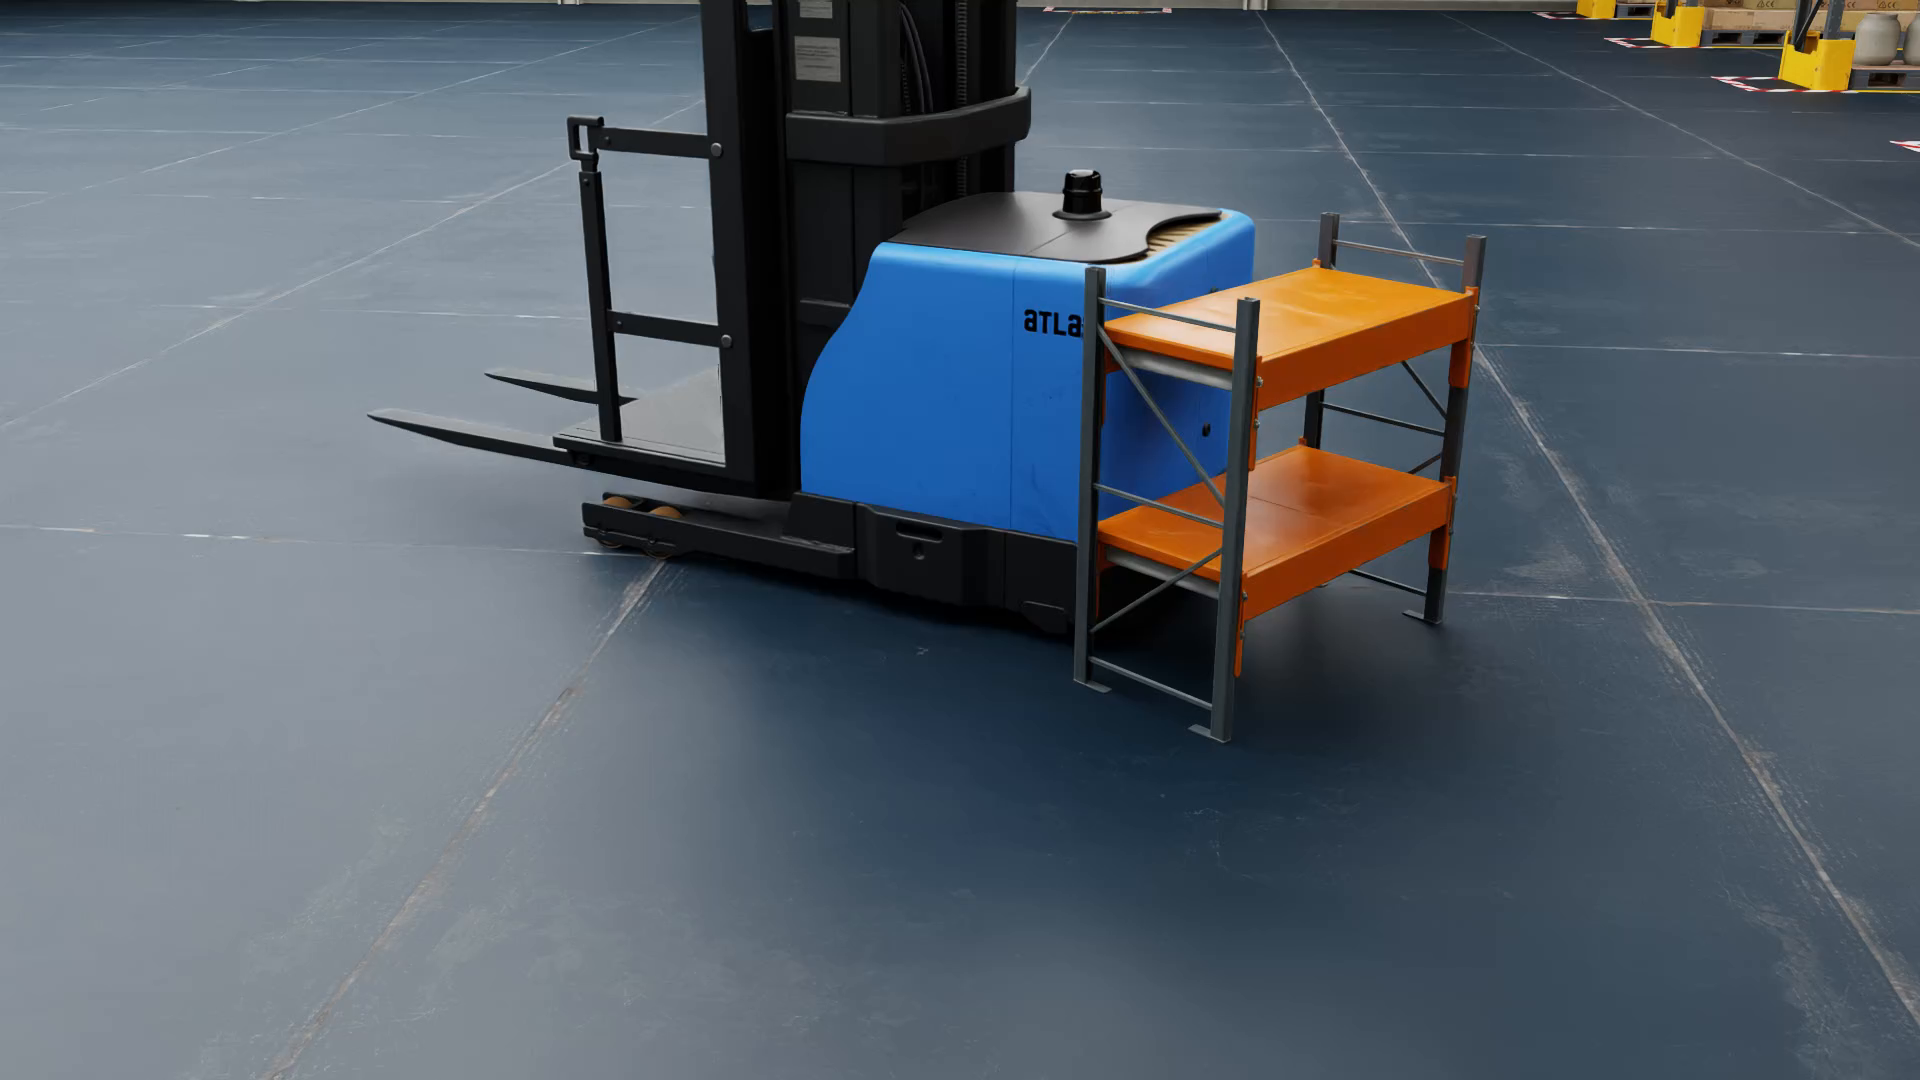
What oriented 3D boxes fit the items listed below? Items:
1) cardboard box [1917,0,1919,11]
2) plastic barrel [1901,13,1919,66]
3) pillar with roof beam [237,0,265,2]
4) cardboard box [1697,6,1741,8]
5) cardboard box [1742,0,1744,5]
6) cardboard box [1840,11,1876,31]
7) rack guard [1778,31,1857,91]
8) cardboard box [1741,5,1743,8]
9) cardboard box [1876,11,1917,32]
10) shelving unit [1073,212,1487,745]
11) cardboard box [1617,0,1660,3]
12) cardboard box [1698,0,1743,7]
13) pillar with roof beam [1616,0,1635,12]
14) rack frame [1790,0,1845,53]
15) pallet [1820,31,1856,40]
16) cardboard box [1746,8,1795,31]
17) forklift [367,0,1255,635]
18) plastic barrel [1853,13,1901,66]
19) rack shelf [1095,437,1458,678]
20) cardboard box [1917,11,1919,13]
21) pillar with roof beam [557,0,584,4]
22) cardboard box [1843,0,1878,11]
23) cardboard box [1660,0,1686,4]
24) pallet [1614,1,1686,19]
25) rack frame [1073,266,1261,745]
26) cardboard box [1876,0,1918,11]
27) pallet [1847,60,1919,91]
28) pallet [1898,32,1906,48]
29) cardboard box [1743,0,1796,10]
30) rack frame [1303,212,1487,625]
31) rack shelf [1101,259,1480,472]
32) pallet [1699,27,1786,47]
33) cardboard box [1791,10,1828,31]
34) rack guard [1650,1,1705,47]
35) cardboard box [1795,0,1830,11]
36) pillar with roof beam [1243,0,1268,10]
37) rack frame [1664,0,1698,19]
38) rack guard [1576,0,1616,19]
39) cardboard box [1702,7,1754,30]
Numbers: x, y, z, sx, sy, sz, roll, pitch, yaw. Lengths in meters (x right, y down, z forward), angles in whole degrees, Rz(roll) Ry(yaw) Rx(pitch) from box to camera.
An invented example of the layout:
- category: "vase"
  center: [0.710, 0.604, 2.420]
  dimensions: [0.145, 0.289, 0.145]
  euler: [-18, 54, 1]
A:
- category: "cardboard box"
  center: [12.583, -7.111, 21.497]
  dimensions: [0.500, 0.500, 0.500]
  euler: [2, 22, 6]
- category: "plastic barrel"
  center: [10.166, -5.261, 17.479]
  dimensions: [0.421, 0.512, 0.421]
  euler: [0, 22, 0]
- category: "pillar with roof beam"
  center: [-13.371, -12.404, 24.575]
  dimensions: [0.400, 9.000, 9.100]
  euler: [2, 22, 6]
- category: "cardboard box"
  center: [10.160, -7.054, 22.372]
  dimensions: [0.500, 0.250, 0.500]
  euler: [2, 22, 6]
- category: "cardboard box"
  center: [12.137, -8.767, 26.336]
  dimensions: [0.500, 0.500, 0.700]
  euler: [1, 22, 3]
- category: "cardboard box"
  center: [11.588, -6.800, 21.728]
  dimensions: [0.500, 0.250, 0.500]
  euler: [2, 22, 6]
- category: "rack guard"
  center: [9.087, -5.096, 17.650]
  dimensions: [0.348, 0.500, 1.175]
  euler: [2, 22, 6]
- category: "cardboard box"
  center: [10.658, -7.037, 22.328]
  dimensions: [0.500, 0.250, 0.500]
  euler: [2, 22, 6]
- category: "cardboard box"
  center: [12.085, -6.778, 21.674]
  dimensions: [0.500, 0.250, 0.500]
  euler: [2, 22, 6]
- category: "shelving unit"
  center: [0.853, -0.213, 4.449]
  dimensions: [1.048, 1.125, 0.538]
  euler: [-20, 29, -41]
- category: "cardboard box"
  center: [10.848, -8.753, 26.559]
  dimensions: [0.500, 0.311, 0.500]
  euler: [0, 22, 0]
- category: "cardboard box"
  center: [10.160, -7.404, 22.236]
  dimensions: [0.500, 0.500, 0.500]
  euler: [2, 22, 6]
- category: "pillar with roof beam"
  center: [10.462, -11.365, 21.948]
  dimensions: [0.400, 9.000, 9.100]
  euler: [2, 22, 6]
- category: "rack frame"
  center: [9.006, -6.245, 17.156]
  dimensions: [0.127, 3.000, 1.000]
  euler: [2, 22, 6]
- category: "pallet"
  center: [11.565, -6.685, 22.061]
  dimensions: [1.213, 0.211, 1.003]
  euler: [2, 22, 6]
- category: "cardboard box"
  center: [10.596, -6.845, 21.842]
  dimensions: [0.500, 0.250, 0.500]
  euler: [2, 22, 6]
- category: "forklift"
  center: [-0.639, -1.461, 5.148]
  dimensions: [3.031, 2.935, 1.130]
  euler: [11, 24, 25]
- category: "plastic barrel"
  center: [9.668, -5.283, 17.534]
  dimensions: [0.421, 0.512, 0.421]
  euler: [0, 22, 0]
- category: "rack shelf"
  center: [0.853, 0.014, 4.538]
  dimensions: [1.000, 0.278, 0.538]
  euler: [-20, 29, -41]
- category: "cardboard box"
  center: [12.583, -6.762, 21.633]
  dimensions: [0.500, 0.250, 0.500]
  euler: [2, 22, 6]
- category: "pillar with roof beam"
  center: [-7.413, -12.144, 23.918]
  dimensions: [0.400, 9.000, 9.100]
  euler: [2, 22, 6]
- category: "cardboard box"
  center: [11.588, -7.148, 21.589]
  dimensions: [0.500, 0.500, 0.500]
  euler: [2, 22, 6]
- category: "cardboard box"
  center: [11.414, -8.729, 26.497]
  dimensions: [0.500, 0.311, 0.500]
  euler: [4, 22, 11]
- category: "pallet"
  center: [11.050, -8.514, 26.687]
  dimensions: [1.213, 0.211, 1.003]
  euler: [2, 22, 6]
- category: "rack frame"
  center: [0.492, -0.081, 4.115]
  dimensions: [0.032, 1.125, 0.500]
  euler: [-20, 29, -41]
- category: "cardboard box"
  center: [12.086, -7.132, 21.548]
  dimensions: [0.500, 0.500, 0.500]
  euler: [2, 22, 6]
- category: "pallet"
  center: [9.893, -4.925, 17.609]
  dimensions: [1.213, 0.211, 1.003]
  euler: [2, 22, 6]
- category: "pallet"
  center: [12.780, -6.633, 21.930]
  dimensions: [1.213, 0.211, 1.003]
  euler: [2, 22, 6]
- category: "cardboard box"
  center: [10.596, -7.193, 21.703]
  dimensions: [0.500, 0.500, 0.500]
  euler: [2, 22, 6]
- category: "rack frame"
  center: [1.214, -0.345, 4.782]
  dimensions: [0.032, 1.125, 0.500]
  euler: [-20, 29, -41]
- category: "rack shelf"
  center: [0.853, -0.485, 4.341]
  dimensions: [1.000, 0.278, 0.538]
  euler: [-20, 29, -41]
- category: "pallet"
  center: [10.357, -6.739, 22.197]
  dimensions: [1.213, 0.211, 1.003]
  euler: [2, 22, 6]
- category: "cardboard box"
  center: [11.092, -6.823, 21.787]
  dimensions: [0.500, 0.250, 0.500]
  euler: [2, 22, 6]
- category: "rack guard"
  center: [9.569, -6.892, 22.192]
  dimensions: [0.348, 0.500, 1.175]
  euler: [2, 22, 6]
- category: "cardboard box"
  center: [11.094, -7.176, 21.660]
  dimensions: [0.500, 0.500, 0.500]
  euler: [2, 22, 6]
- category: "pillar with roof beam"
  center: [4.504, -11.625, 22.605]
  dimensions: [0.400, 9.000, 9.100]
  euler: [2, 22, 6]
- category: "rack frame"
  center: [9.592, -8.053, 21.730]
  dimensions: [0.127, 3.000, 1.000]
  euler: [2, 22, 6]
- category: "rack guard"
  center: [10.247, -8.696, 26.756]
  dimensions: [0.348, 0.500, 1.175]
  euler: [2, 22, 6]
- category: "cardboard box"
  center: [10.099, -6.865, 21.894]
  dimensions: [0.500, 0.250, 0.500]
  euler: [2, 22, 6]
